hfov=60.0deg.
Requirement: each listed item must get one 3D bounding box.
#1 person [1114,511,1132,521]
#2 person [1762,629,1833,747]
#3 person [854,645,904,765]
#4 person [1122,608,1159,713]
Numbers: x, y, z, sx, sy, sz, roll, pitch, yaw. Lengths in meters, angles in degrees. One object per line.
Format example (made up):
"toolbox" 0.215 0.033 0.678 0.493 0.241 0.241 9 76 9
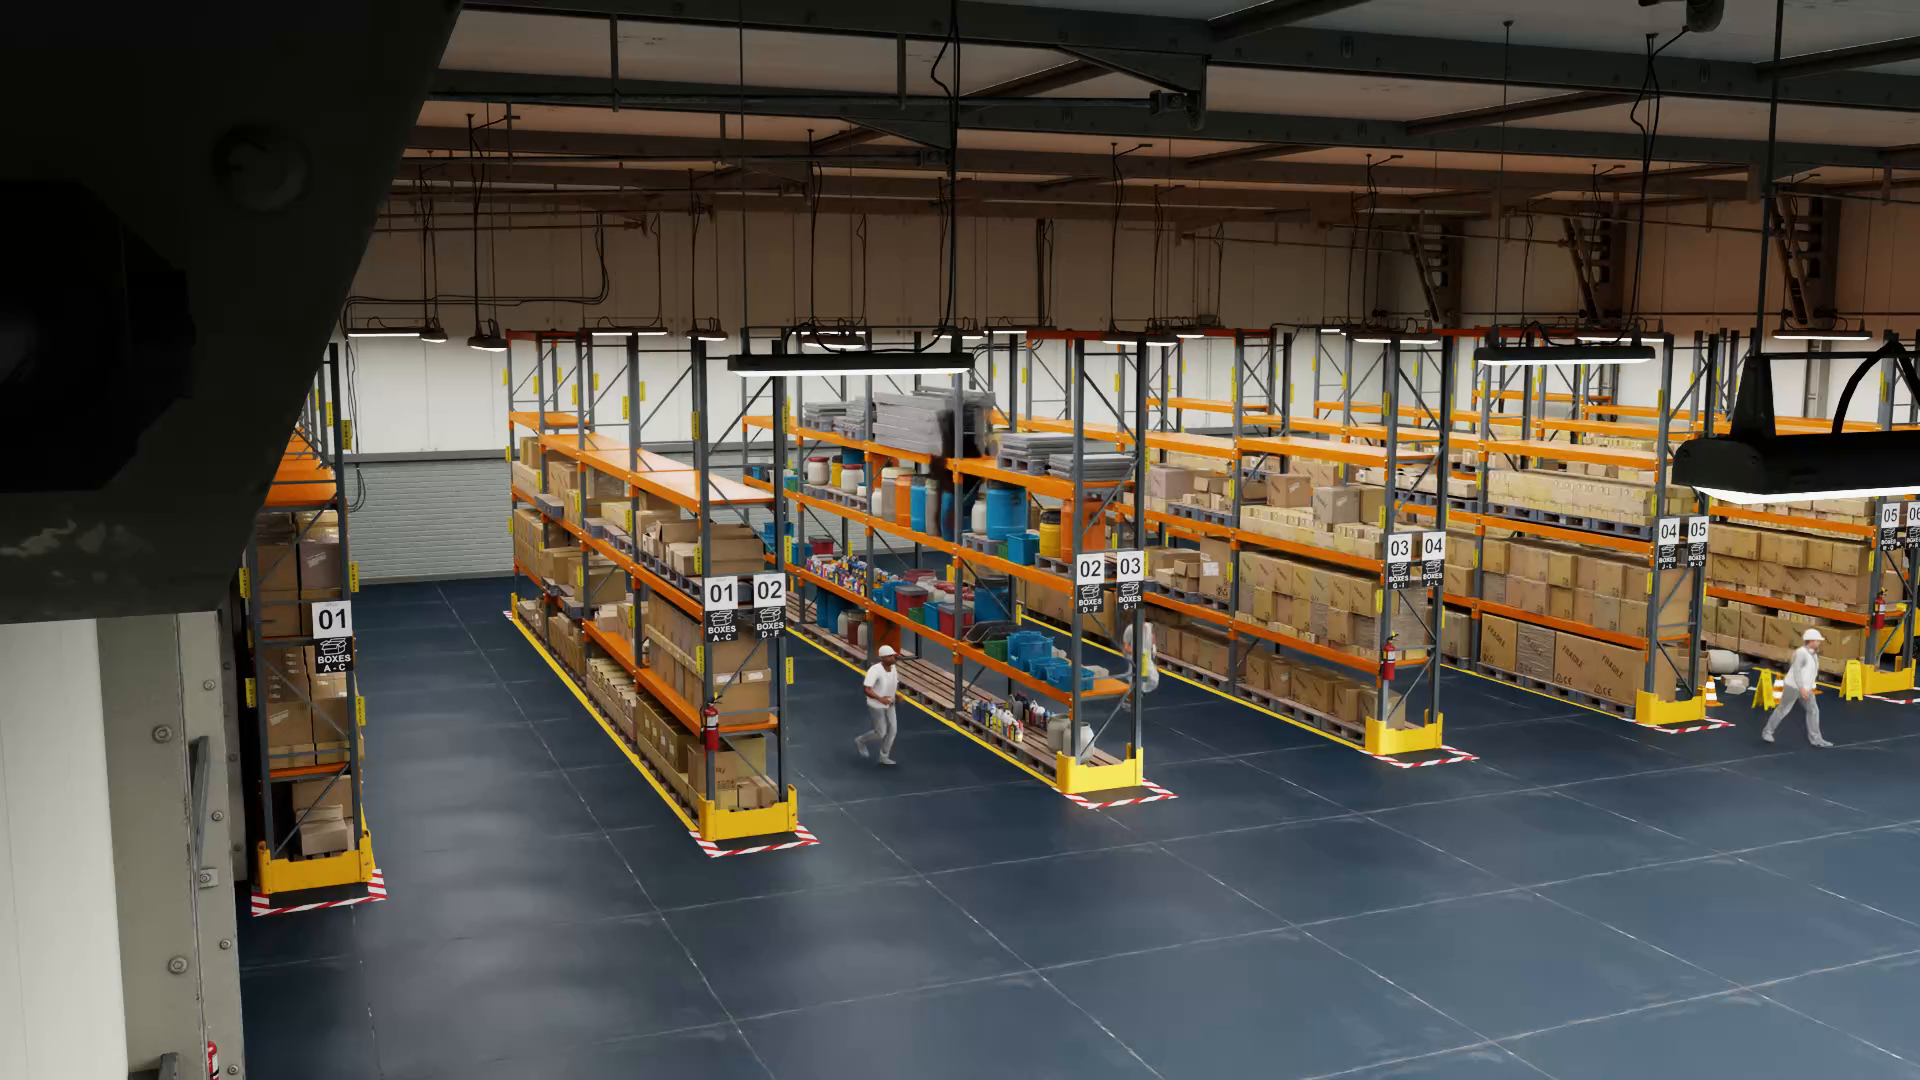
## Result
"person" 4.098 -0.302 42.394 0.648 1.806 0.703 6 10 37
"person" 12.369 2.156 24.465 0.678 1.729 0.881 -6 10 -40
"person" -1.154 2.314 23.454 0.768 1.715 0.697 6 10 40
"person" 2.874 1.899 26.200 0.704 1.730 0.758 -4 9 -27
